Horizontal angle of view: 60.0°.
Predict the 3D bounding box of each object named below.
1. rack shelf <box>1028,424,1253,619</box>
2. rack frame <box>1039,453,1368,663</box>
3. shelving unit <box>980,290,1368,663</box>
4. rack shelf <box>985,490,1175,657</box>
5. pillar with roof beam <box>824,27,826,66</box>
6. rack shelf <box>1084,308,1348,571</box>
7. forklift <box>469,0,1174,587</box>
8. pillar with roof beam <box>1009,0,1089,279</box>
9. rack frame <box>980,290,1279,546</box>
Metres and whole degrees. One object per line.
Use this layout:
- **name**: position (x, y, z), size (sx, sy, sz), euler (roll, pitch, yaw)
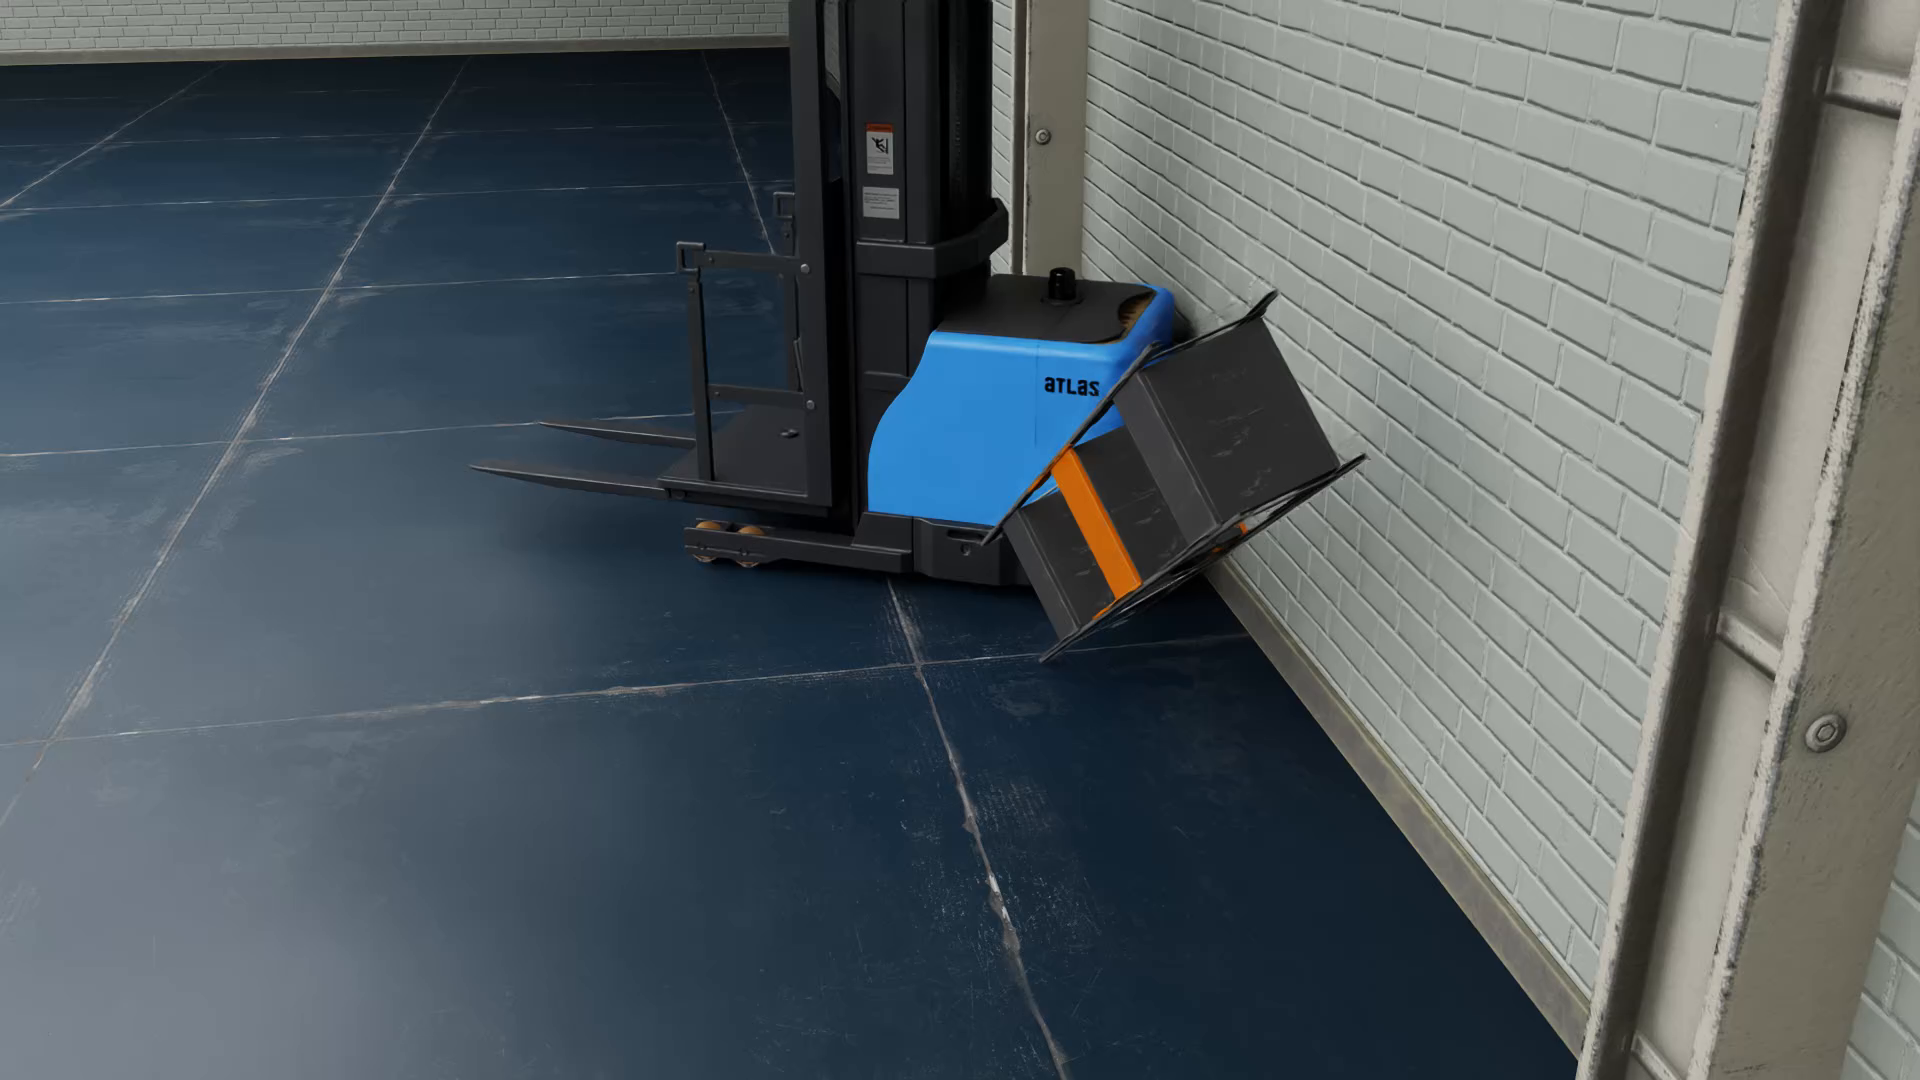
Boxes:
- **rack shelf**: position (0.562, -0.097, 5.281), size (0.431, 0.480, 0.518), euler (-24, -8, -16)
- **rack frame**: position (0.673, 0.116, 5.235), size (0.400, 0.015, 2.100), euler (-24, -8, -16)
- **shelving unit**: position (0.565, -0.100, 5.268), size (0.431, 0.503, 2.100), euler (-24, -8, -16)
- **rack shelf**: position (0.427, 0.073, 5.947), size (0.431, 0.480, 0.518), euler (-24, -8, -16)
- **pillar with roof beam**: position (-5.999, -9.330, 17.370), size (9.100, 9.000, 0.400), euler (-4, 24, -10)
- **rack shelf**: position (0.697, -0.267, 4.616), size (0.431, 0.480, 0.518), euler (-24, -8, -16)
- **forklift**: position (-0.658, -1.424, 6.847), size (3.031, 2.935, 1.130), euler (7, 25, 15)
- **pillar with roof beam**: position (-3.780, -4.610, 6.563), size (9.100, 9.000, 0.400), euler (-4, 24, -10)
- **rack frame**: position (0.456, -0.316, 5.302), size (0.400, 0.015, 2.100), euler (-24, -8, -16)
